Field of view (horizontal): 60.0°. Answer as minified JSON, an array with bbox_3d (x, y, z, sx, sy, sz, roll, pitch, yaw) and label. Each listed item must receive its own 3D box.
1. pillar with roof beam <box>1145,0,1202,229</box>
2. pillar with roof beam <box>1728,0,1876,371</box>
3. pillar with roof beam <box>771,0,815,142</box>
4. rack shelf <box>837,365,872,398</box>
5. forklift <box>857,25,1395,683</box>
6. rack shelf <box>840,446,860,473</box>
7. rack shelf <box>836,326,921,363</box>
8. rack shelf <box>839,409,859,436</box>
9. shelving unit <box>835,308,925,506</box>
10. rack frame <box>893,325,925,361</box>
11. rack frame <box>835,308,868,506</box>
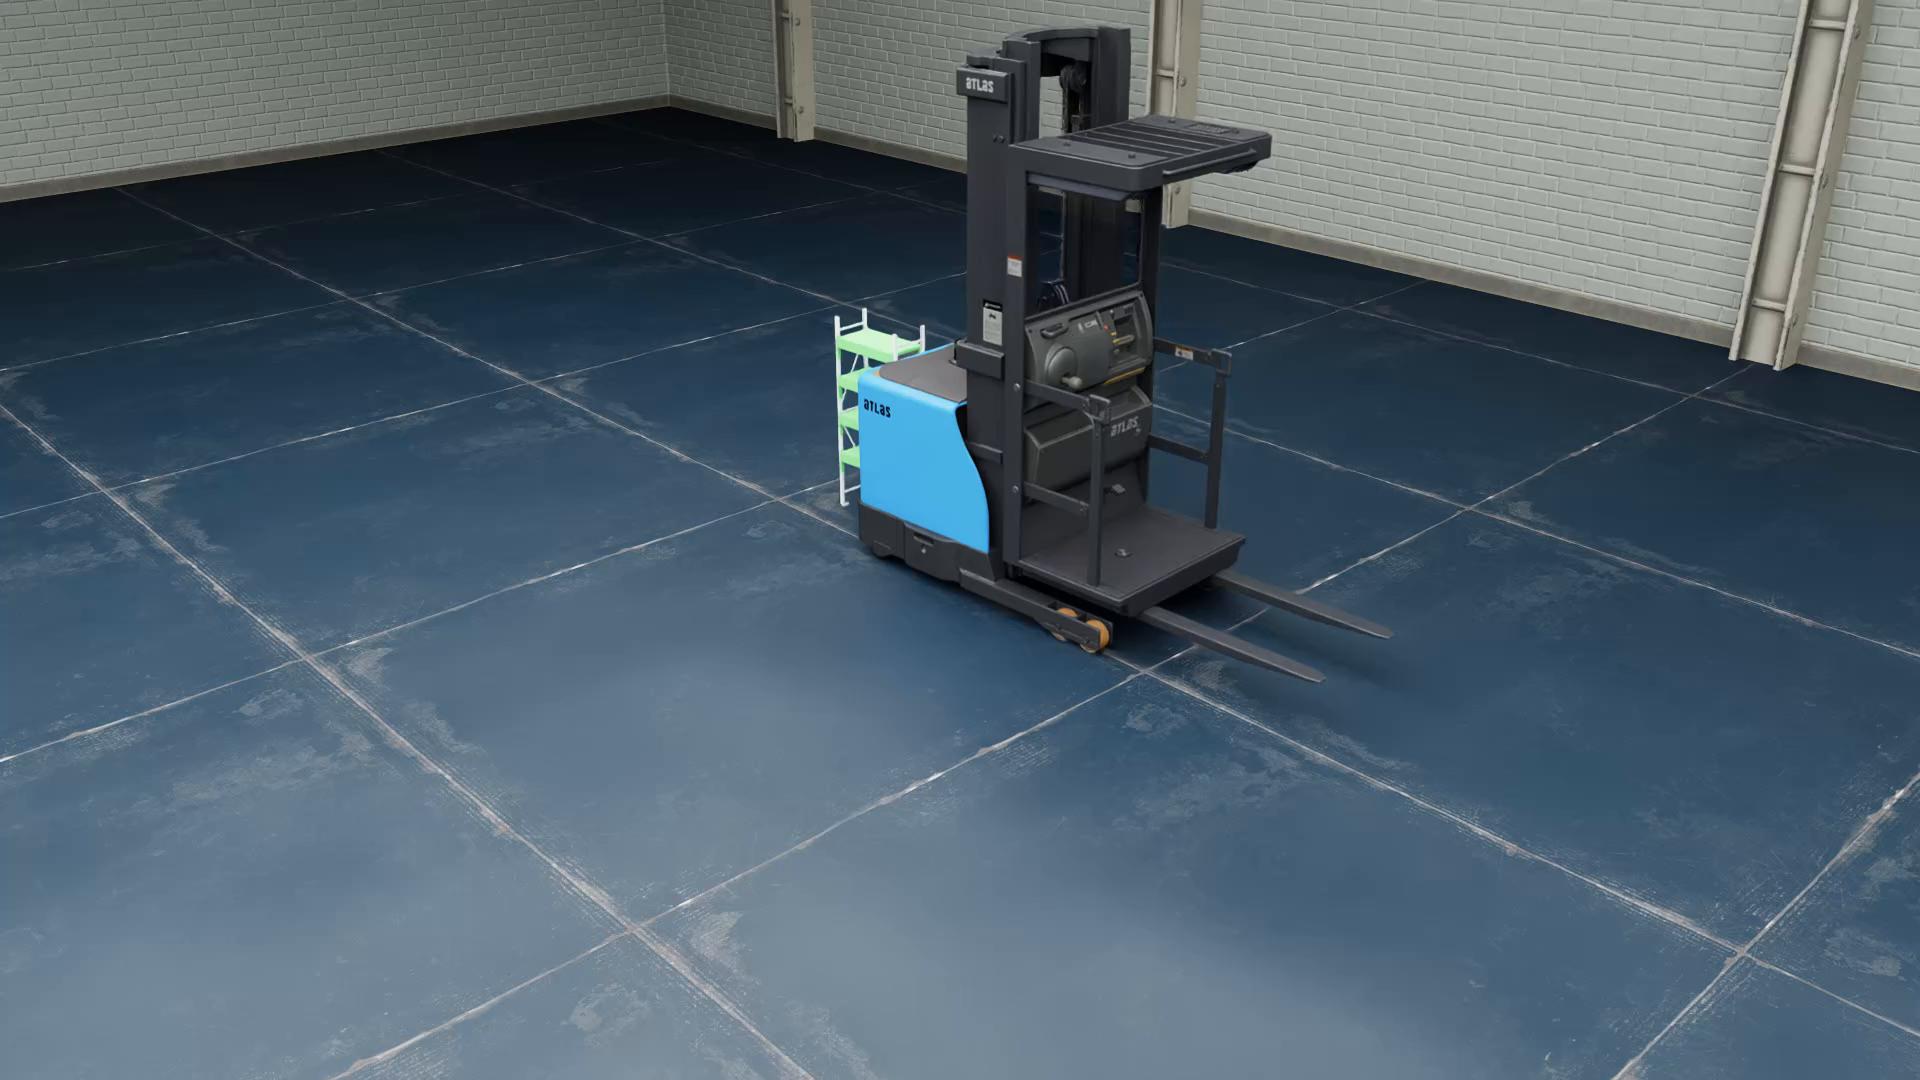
[{"bbox_3d":[-1.080,-6.070,12.213,9.100,9.000,0.400,-21,32,-38],"label":"pillar with roof beam"},{"bbox_3d":[3.021,-4.252,8.229,9.100,9.000,0.400,-21,32,-38],"label":"pillar with roof beam"},{"bbox_3d":[-5.181,-7.888,16.198,9.100,9.000,0.400,-21,32,-38],"label":"pillar with roof beam"},{"bbox_3d":[-0.468,-0.883,9.816,0.480,0.148,0.258,22,32,39],"label":"rack shelf"},{"bbox_3d":[0.825,-1.002,8.416,3.031,2.935,1.130,22,32,39],"label":"forklift"},{"bbox_3d":[-0.468,-0.447,10.015,0.480,0.148,0.258,22,32,39],"label":"rack shelf"},{"bbox_3d":[-0.468,-1.102,9.716,0.480,0.148,0.258,22,32,39],"label":"rack shelf"},{"bbox_3d":[-0.468,-0.665,9.916,0.480,0.148,0.258,22,32,39],"label":"rack shelf"},{"bbox_3d":[-0.468,-0.723,9.889,0.503,1.200,0.258,22,32,39],"label":"shelving unit"},{"bbox_3d":[-0.292,-0.653,9.735,0.015,1.200,0.240,22,32,39],"label":"rack frame"},{"bbox_3d":[-0.643,-0.793,10.043,0.015,1.200,0.240,22,32,39],"label":"rack frame"}]
